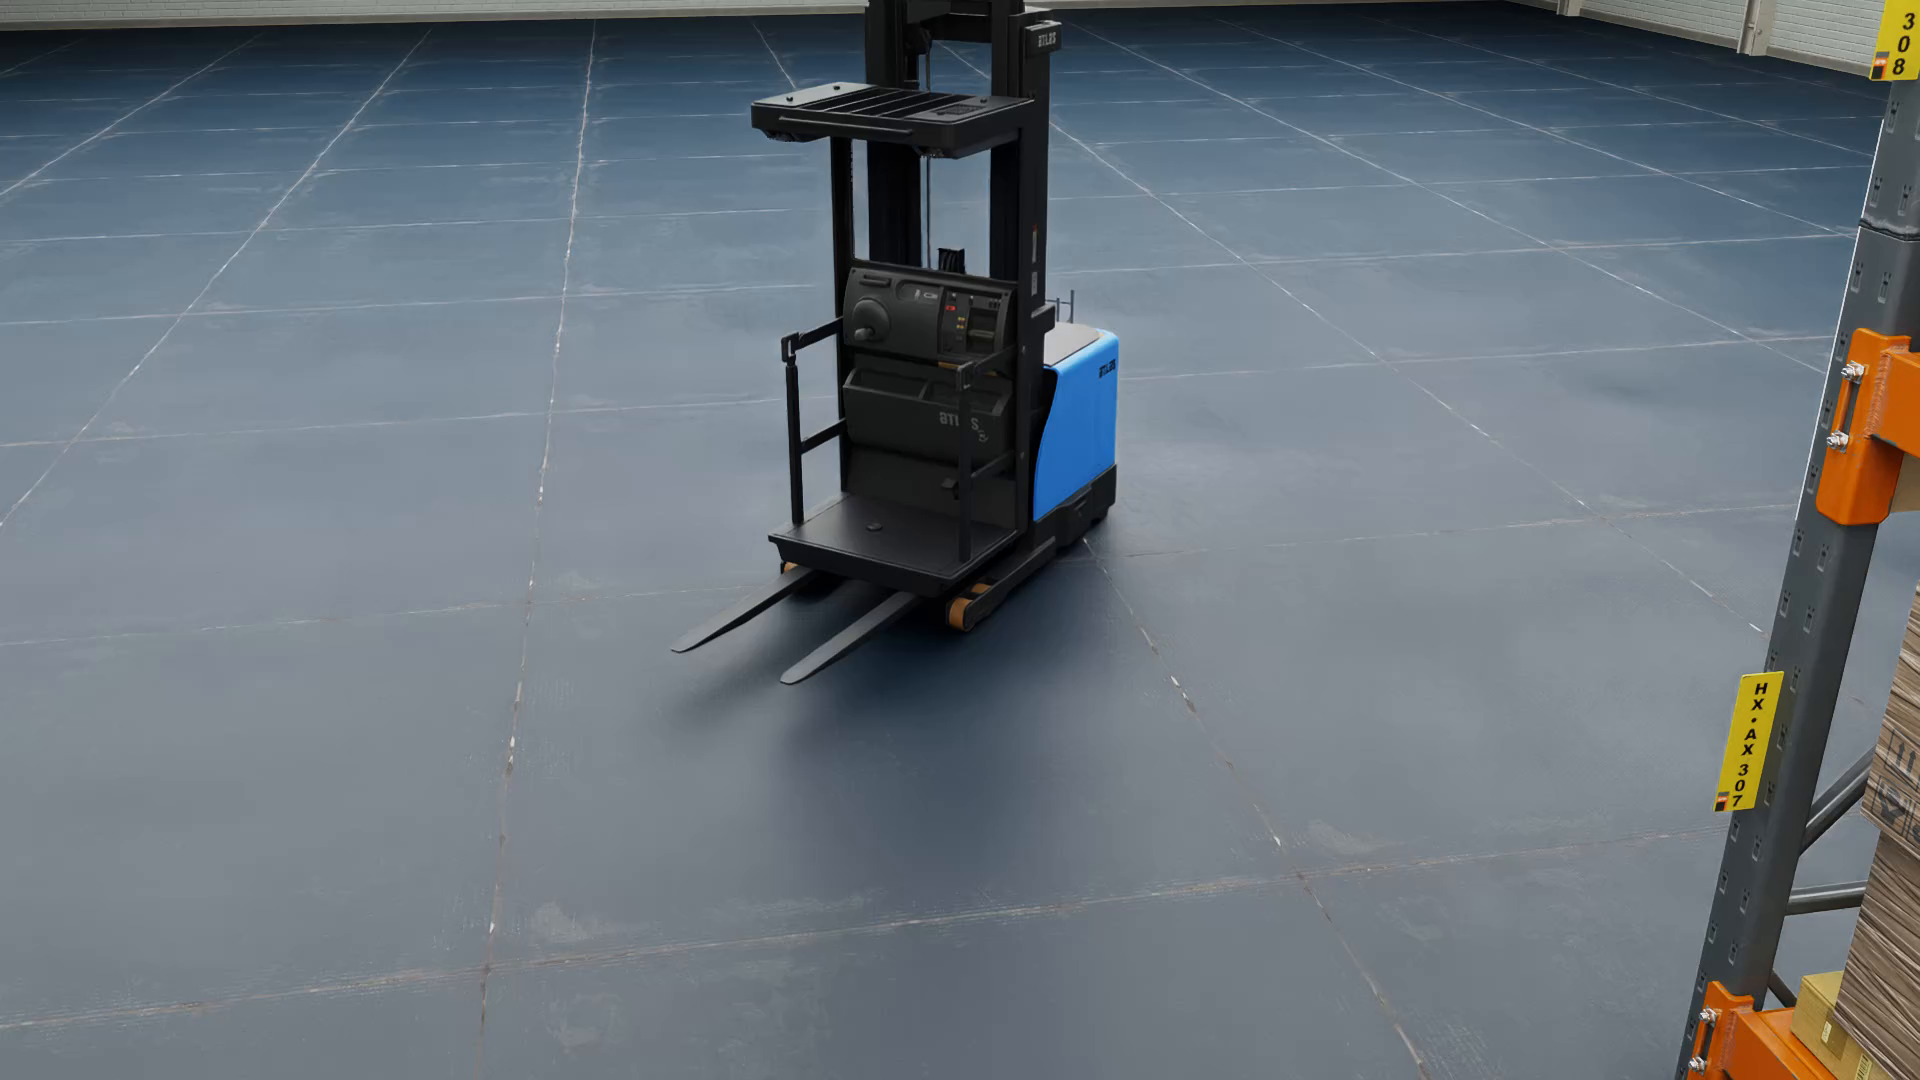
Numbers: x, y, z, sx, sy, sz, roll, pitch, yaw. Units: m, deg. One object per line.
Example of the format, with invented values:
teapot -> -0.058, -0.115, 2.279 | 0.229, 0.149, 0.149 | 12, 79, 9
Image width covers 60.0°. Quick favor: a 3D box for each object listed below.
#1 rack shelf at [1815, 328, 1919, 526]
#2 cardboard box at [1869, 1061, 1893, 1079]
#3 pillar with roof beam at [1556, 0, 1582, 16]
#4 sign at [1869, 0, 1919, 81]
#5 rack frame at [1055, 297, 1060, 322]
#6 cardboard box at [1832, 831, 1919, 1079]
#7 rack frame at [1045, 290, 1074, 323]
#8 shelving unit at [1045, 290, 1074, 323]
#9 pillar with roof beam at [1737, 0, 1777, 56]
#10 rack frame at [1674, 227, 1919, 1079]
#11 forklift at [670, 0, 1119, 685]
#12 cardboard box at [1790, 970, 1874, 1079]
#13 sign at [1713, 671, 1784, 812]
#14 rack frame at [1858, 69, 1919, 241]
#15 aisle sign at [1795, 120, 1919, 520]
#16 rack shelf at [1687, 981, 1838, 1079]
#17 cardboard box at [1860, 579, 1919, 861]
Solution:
rack shelf -> 2.544, 0.520, 1.464 | 1.077, 0.370, 4.000 | -4, 24, -10
cardboard box -> 2.020, 1.123, 3.246 | 0.380, 0.149, 0.250 | -4, 24, -10
pillar with roof beam -> 7.979, -14.341, 30.843 | 9.100, 9.000, 0.400 | -4, 24, -10
sign -> 1.641, -0.957, 2.854 | 0.100, 0.325, 0.005 | -4, 24, -10
rack frame -> 0.459, -0.841, 9.677 | 0.240, 1.200, 0.006 | 13, 27, 27
cardboard box -> 2.249, 0.814, 3.142 | 0.875, 0.500, 0.500 | -4, 24, -10
rack frame -> 0.550, -0.905, 9.823 | 0.240, 1.200, 0.006 | 13, 27, 27
shelving unit -> 0.504, -0.873, 9.750 | 0.258, 1.200, 0.189 | 13, 27, 27
pillar with roof beam -> 9.089, -11.981, 25.440 | 9.100, 9.000, 0.400 | -4, 24, -10
rack frame -> 2.174, 0.778, 3.721 | 1.000, 3.000, 0.127 | -4, 24, -10
forklift -> -0.275, -1.100, 8.107 | 1.130, 2.935, 3.031 | 13, 27, 27
cardboard box -> 1.992, 1.023, 3.474 | 0.380, 0.149, 0.250 | -4, 24, -10
sign -> 1.641, 0.421, 3.456 | 0.100, 0.325, 0.005 | -4, 24, -10
rack frame -> 2.174, -1.971, 2.520 | 1.000, 3.000, 0.127 | -4, 24, -10
aisle sign -> 1.868, -0.416, 3.206 | 0.394, 0.787, 0.004 | -4, 24, -10
rack shelf -> 2.544, 1.894, 2.064 | 1.077, 0.370, 4.000 | -4, 24, -10
cardboard box -> 2.008, 0.374, 2.900 | 0.500, 0.500, 0.500 | -4, 24, -10
